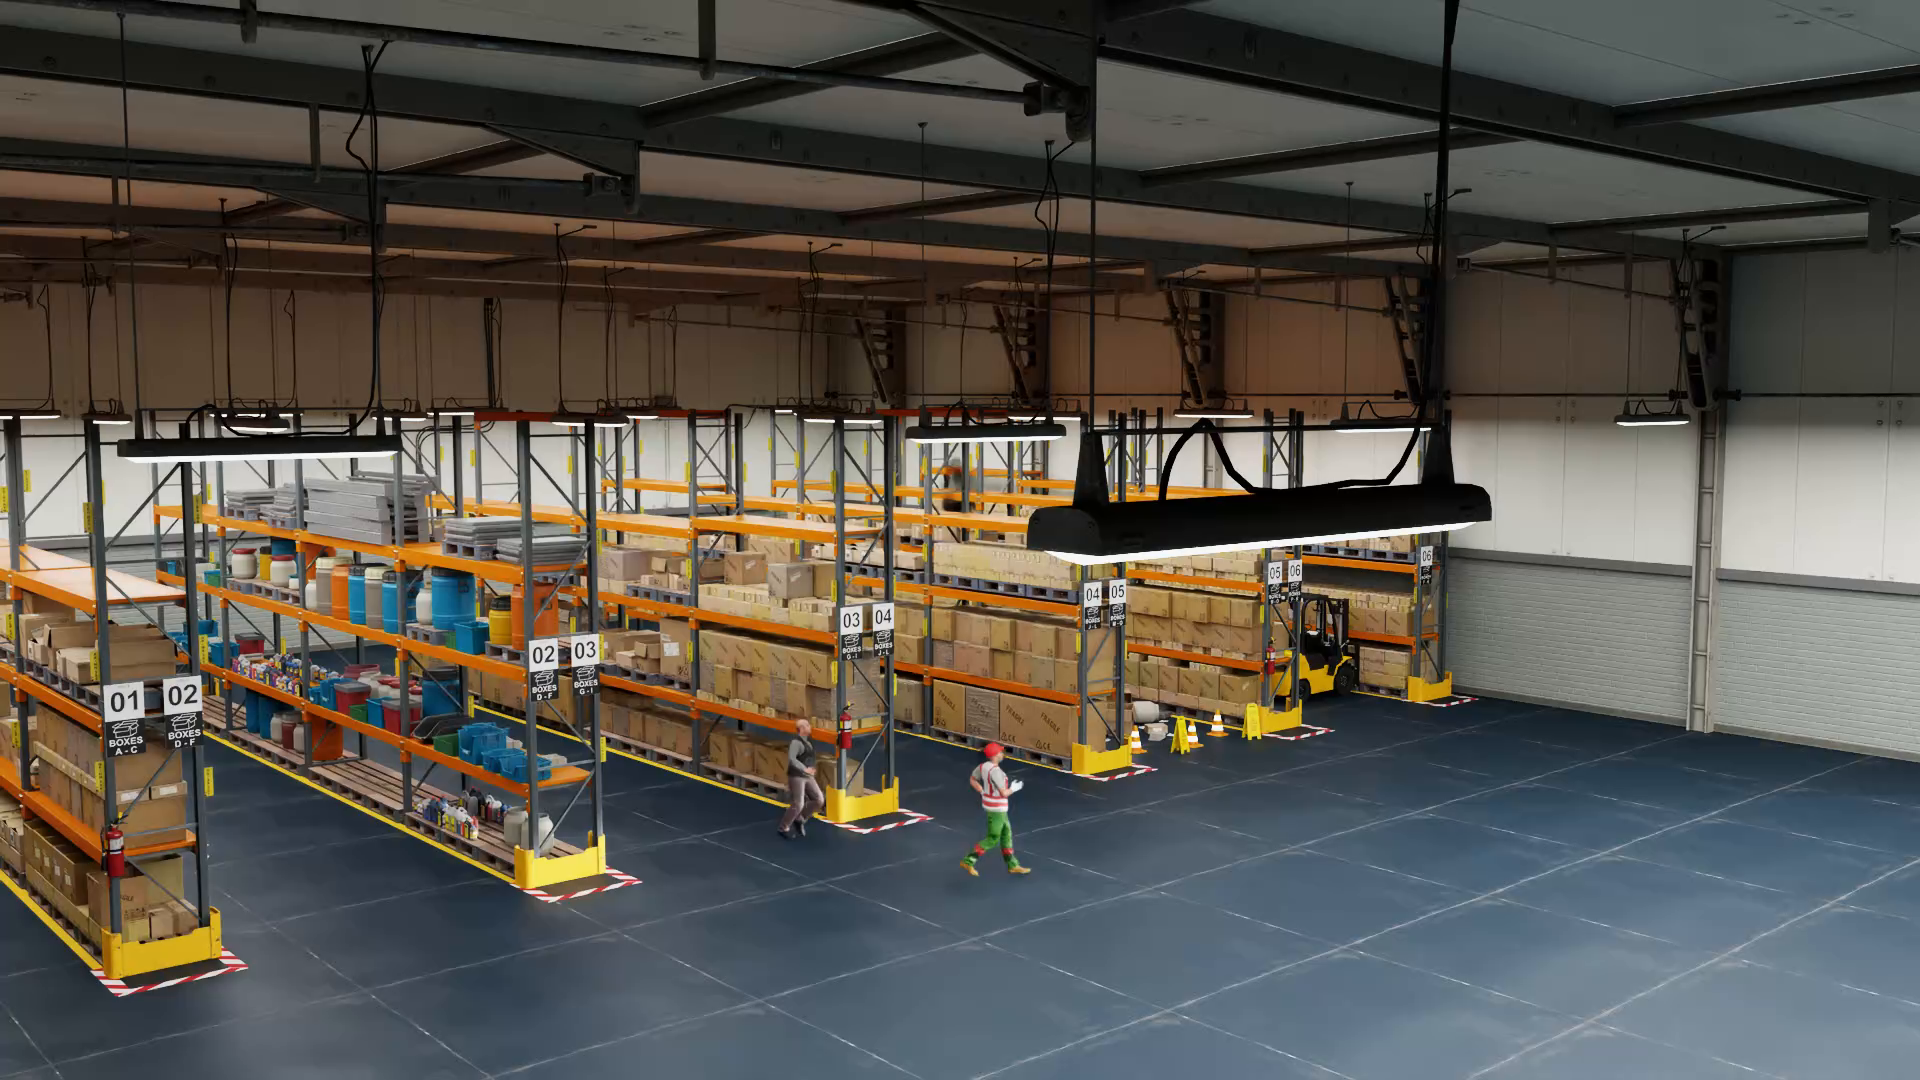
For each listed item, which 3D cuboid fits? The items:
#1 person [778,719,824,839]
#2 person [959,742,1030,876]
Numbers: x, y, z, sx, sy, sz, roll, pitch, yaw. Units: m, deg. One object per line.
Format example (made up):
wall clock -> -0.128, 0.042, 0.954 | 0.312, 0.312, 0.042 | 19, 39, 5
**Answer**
person -> -2.246, 3.398, 23.777 | 0.618, 1.672, 0.696 | 2, 5, 20
person -> 0.455, 3.509, 21.650 | 1.001, 1.769, 0.660 | -1, 5, -15
